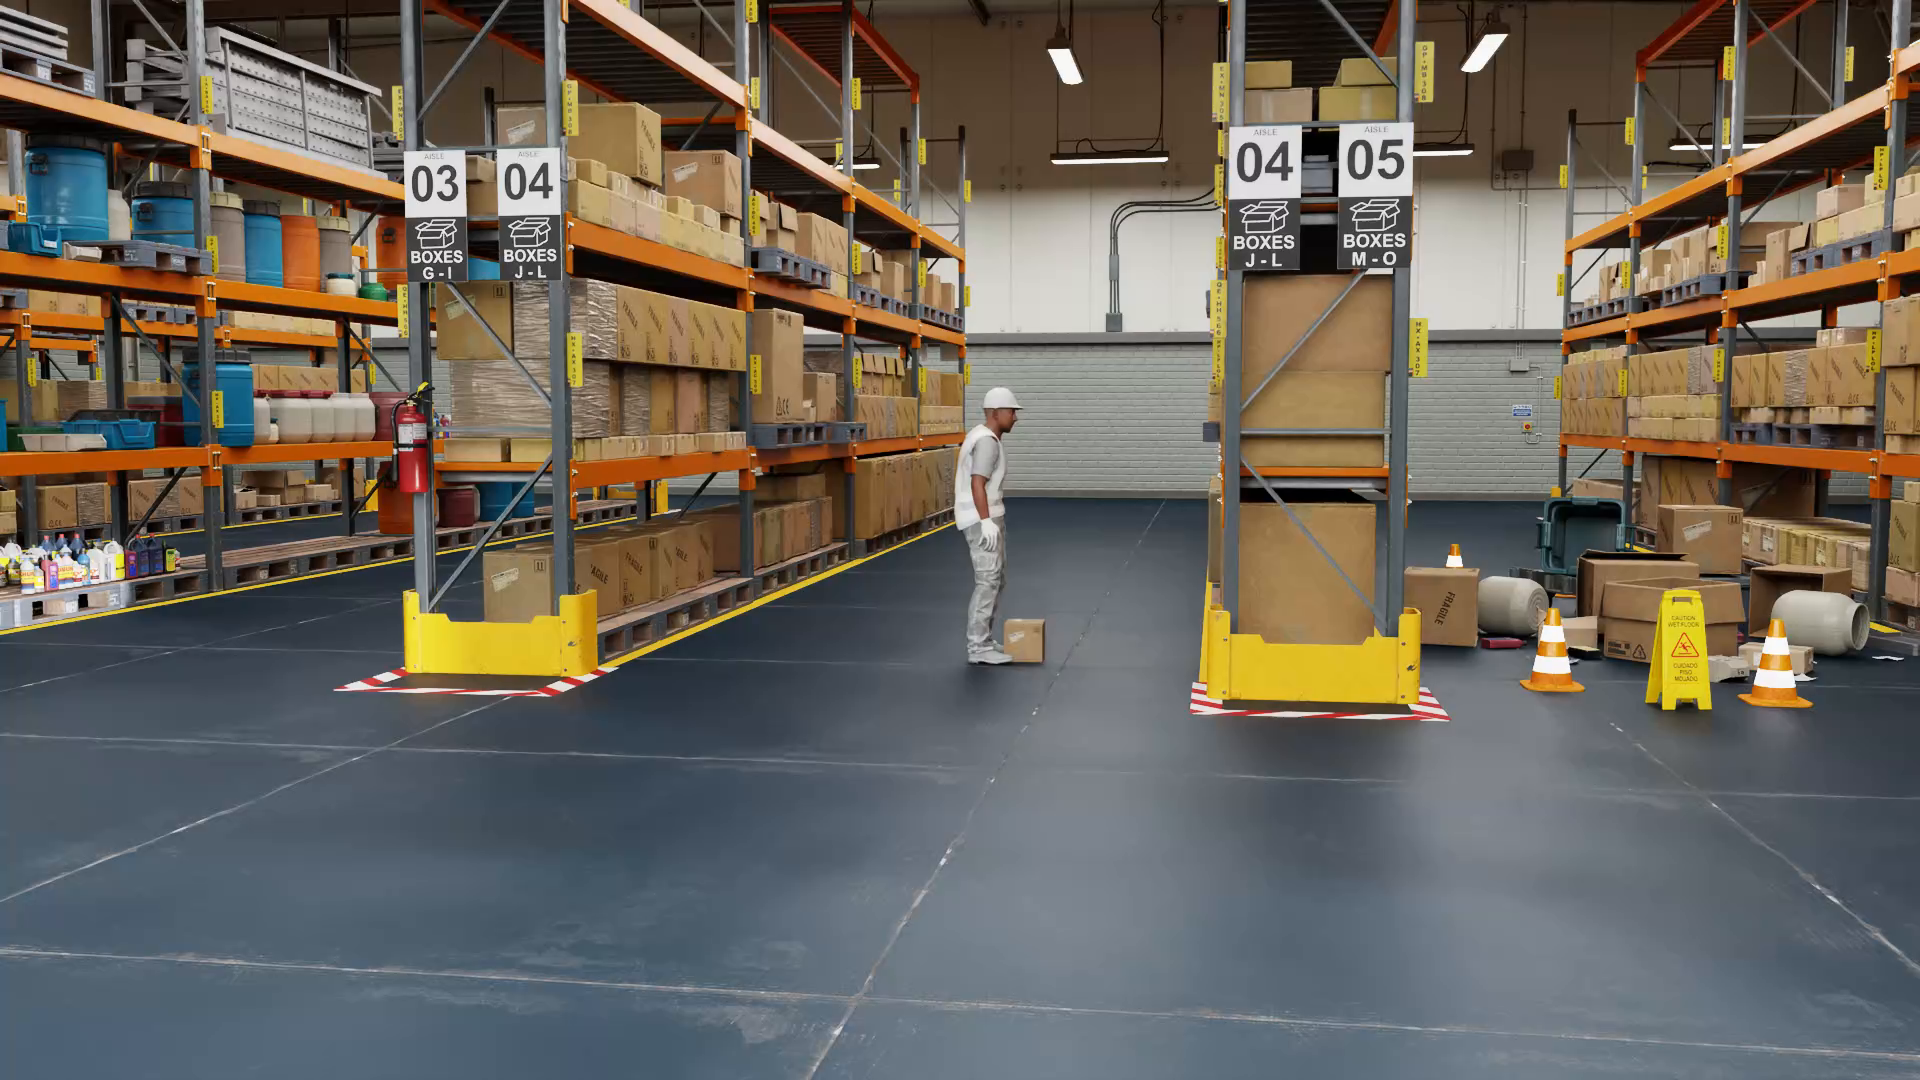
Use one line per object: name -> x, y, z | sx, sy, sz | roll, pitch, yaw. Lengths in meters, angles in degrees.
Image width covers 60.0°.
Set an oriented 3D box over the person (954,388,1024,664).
person -> 0.191, -0.102, 10.849 | 0.450, 1.771, 0.619 | 0, 4, 5
